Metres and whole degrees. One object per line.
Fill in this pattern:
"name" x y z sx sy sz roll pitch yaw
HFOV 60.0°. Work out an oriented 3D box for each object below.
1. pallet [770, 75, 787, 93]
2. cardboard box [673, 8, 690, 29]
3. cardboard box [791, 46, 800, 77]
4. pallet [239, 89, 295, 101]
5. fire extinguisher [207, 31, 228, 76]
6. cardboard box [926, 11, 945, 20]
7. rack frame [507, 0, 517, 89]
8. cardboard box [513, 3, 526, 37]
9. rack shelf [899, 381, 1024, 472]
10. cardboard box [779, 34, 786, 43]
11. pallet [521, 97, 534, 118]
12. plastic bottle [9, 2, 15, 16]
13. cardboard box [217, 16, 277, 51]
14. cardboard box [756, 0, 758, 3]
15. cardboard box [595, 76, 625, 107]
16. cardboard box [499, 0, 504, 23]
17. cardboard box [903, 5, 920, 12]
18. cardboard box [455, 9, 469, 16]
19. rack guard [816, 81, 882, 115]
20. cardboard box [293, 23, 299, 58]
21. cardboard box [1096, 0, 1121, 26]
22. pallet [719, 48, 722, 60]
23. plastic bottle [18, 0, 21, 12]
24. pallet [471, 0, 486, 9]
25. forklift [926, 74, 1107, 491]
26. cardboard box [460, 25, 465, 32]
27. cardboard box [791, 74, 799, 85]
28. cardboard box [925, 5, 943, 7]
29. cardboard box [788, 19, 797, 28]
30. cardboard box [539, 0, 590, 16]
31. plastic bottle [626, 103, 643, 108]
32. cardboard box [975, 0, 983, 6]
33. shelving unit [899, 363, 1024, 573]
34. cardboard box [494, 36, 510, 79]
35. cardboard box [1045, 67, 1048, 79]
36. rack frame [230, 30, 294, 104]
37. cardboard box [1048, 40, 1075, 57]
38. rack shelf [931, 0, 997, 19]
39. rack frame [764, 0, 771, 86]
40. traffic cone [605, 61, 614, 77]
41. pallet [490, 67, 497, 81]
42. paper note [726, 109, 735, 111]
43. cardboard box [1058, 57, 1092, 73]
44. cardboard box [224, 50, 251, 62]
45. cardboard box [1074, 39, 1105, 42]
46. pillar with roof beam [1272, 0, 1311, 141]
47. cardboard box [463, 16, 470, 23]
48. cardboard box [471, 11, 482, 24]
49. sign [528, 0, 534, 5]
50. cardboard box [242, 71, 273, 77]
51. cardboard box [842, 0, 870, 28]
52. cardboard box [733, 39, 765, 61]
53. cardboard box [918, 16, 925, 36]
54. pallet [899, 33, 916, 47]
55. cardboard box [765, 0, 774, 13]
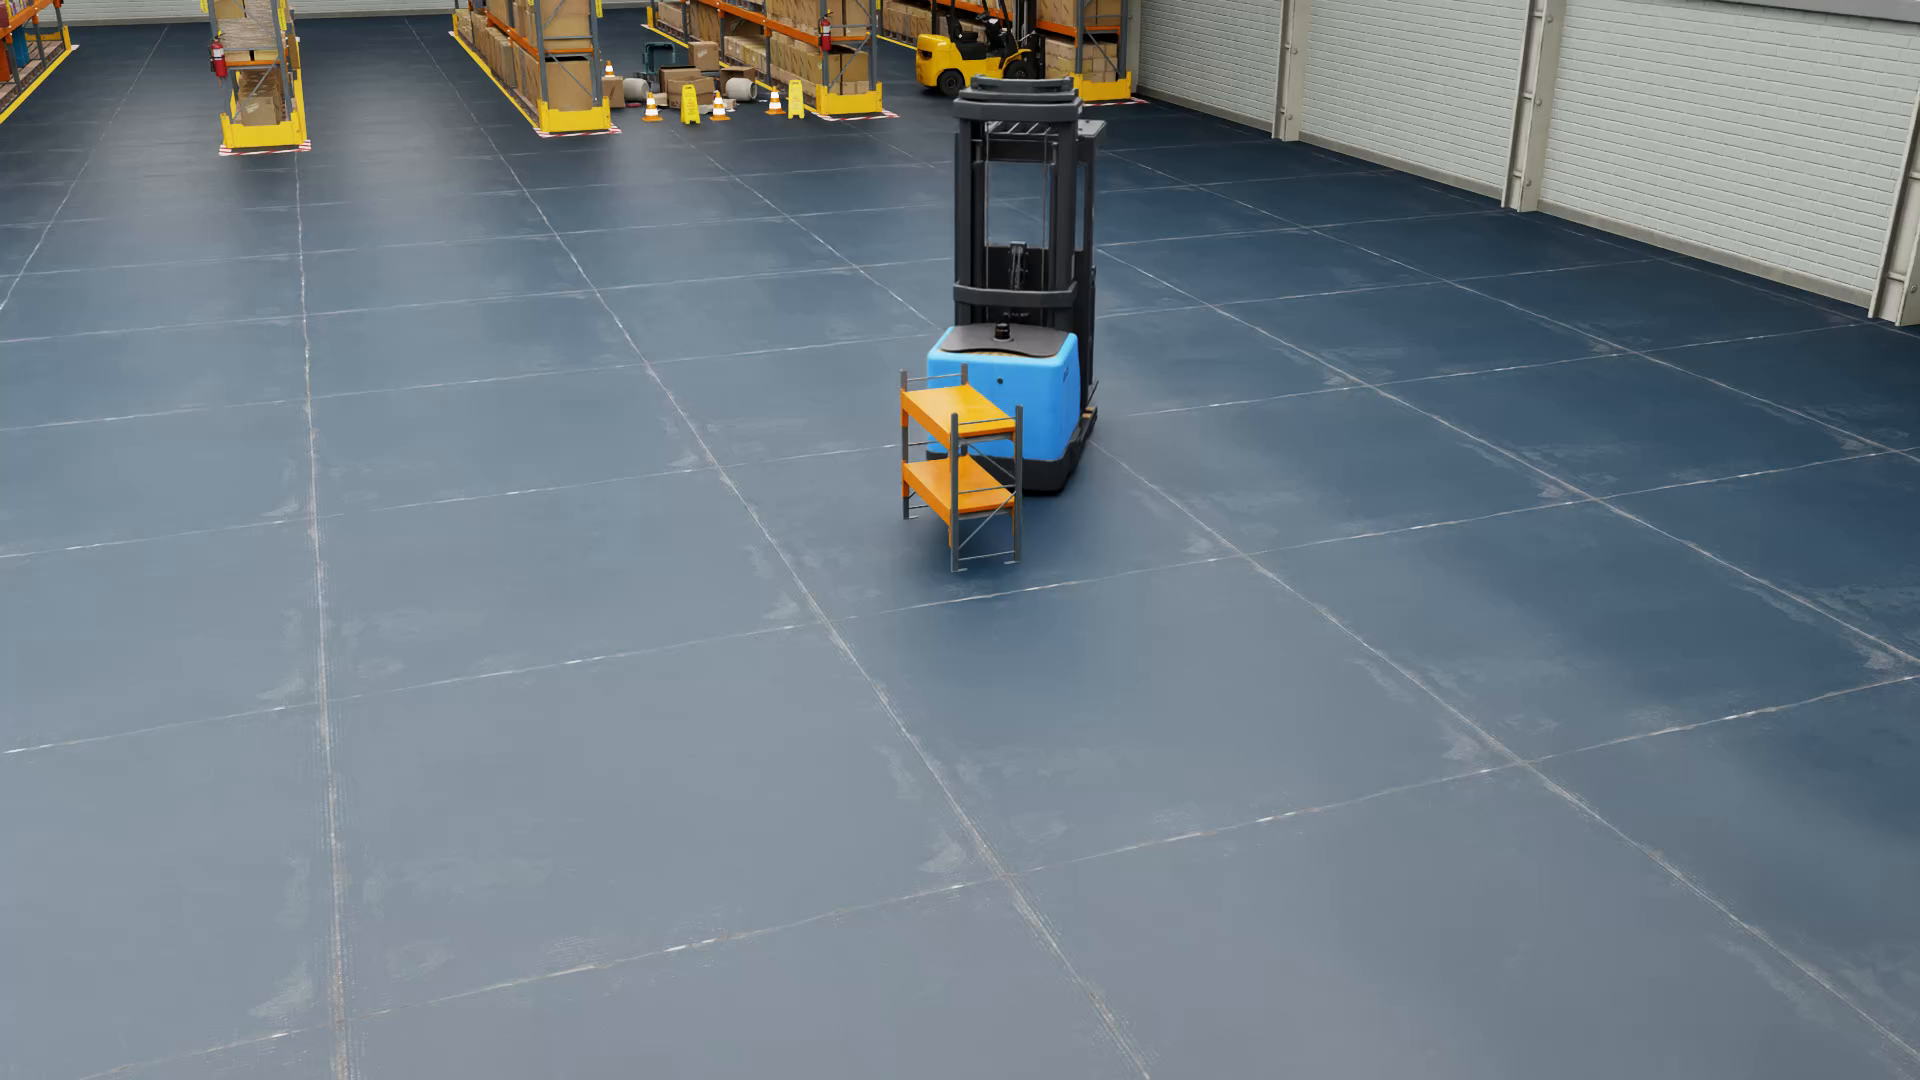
"pallet" -3.119 -9.058 32.970 1.003 0.211 1.213 -8 24 -19
"cardboard box" -6.654 -13.070 41.656 0.875 0.438 0.875 -9 25 -21
"cardboard box" -2.862 -9.030 31.346 0.500 0.500 0.500 -9 24 -20
"pallet" -12.937 -8.220 30.982 1.003 0.211 1.213 -8 24 -19
"fire extinguisher" -11.638 -7.629 26.088 0.296 0.674 0.183 -8 24 -19
"cardboard box" -0.571 -12.203 38.684 0.380 0.149 0.250 -10 25 -22
"rack frame" -7.984 -9.867 31.297 1.000 3.000 0.127 -8 24 -19
"cardboard box" -7.547 -9.394 29.983 0.875 0.550 0.550 -8 24 -19
"rack shelf" -0.002 -0.791 11.424 0.538 0.278 1.000 -8 24 -19
"cardboard box" -3.262 -9.662 32.010 0.380 0.149 0.250 -7 24 -17
"pallet" -7.354 -7.851 30.104 1.003 0.211 1.213 -8 24 -19
"plastic bottle" -19.047 -10.645 33.304 0.152 0.276 0.135 -8 24 -19
"cardboard box" -11.416 -8.156 26.727 0.875 0.500 0.500 -8 24 -19
"cardboard box" -3.906 -10.908 33.550 0.380 0.149 0.250 -9 25 -21
"cardboard box" -6.476 -8.293 30.778 0.500 0.500 0.500 -4 23 -10
"cardboard box" -8.597 -10.249 32.076 0.500 0.500 0.500 -9 24 -20
"cardboard box" -1.175 -12.880 40.288 0.380 0.149 0.250 -7 24 -17
"cardboard box" -12.356 -13.144 41.436 0.380 0.149 0.250 -10 25 -21
"rack guard" -2.003 -8.005 30.098 1.175 0.500 0.348 -8 24 -19
"cardboard box" -14.925 -10.790 35.682 1.225 0.875 0.875 -9 25 -21
"cardboard box" 2.751 -10.076 31.665 0.500 0.500 0.500 -8 24 -17
"pallet" -5.010 -11.048 37.690 1.003 0.211 1.213 -8 24 -19
"plastic bottle" -19.371 -10.978 34.094 0.152 0.276 0.135 -8 24 -19
"pallet" -9.749 -11.476 35.362 1.213 0.211 1.003 -8 24 -19
"forklift" 0.549 -2.260 13.339 1.130 2.935 3.031 5 23 11
"cardboard box" -12.087 -12.591 40.891 0.380 0.149 0.250 -8 24 -18
"cardboard box" -2.879 -8.691 31.508 0.500 0.250 0.500 -9 25 -21
"cardboard box" -0.615 -12.858 40.236 0.380 0.149 0.250 -9 25 -21
"cardboard box" -3.020 -9.754 31.355 0.380 0.149 0.250 -8 24 -19
"cardboard box" -6.666 -9.120 27.943 0.875 0.550 0.550 -8 24 -19
"plastic bottle" -6.017 -8.054 30.779 0.283 0.061 0.133 -18 29 -37
"cardboard box" 0.648 -11.525 35.425 0.500 0.250 0.500 -8 24 -19
"shelving unit" -0.002 -0.521 11.537 0.538 1.125 1.048 -8 24 -19
"cardboard box" -8.625 -9.588 32.991 1.050 0.750 0.750 -8 24 -19
"cardboard box" 1.870 -9.230 32.787 0.500 0.250 0.500 -8 24 -18
"rack frame" -12.660 -9.223 29.770 1.000 3.000 0.127 -8 24 -19
"cardboard box" 2.026 -9.508 32.158 0.500 0.250 0.500 -8 24 -18
"rack shelf" 0.547 -11.660 36.479 1.077 0.370 4.000 -8 24 -19
"rack frame" -3.389 -10.582 32.996 1.000 3.000 0.127 -8 24 -19
"traffic cone" -7.045 -9.392 33.438 0.336 0.463 0.334 -8 24 -19
"pallet" -9.189 -9.738 34.583 1.003 0.211 1.213 -8 24 -19
"paper note" -4.172 -7.831 30.291 0.148 0.019 0.142 -18 29 -37
"cardboard box" 2.202 -9.102 31.840 0.500 0.250 0.500 -9 24 -20
"cardboard box" -11.541 -7.729 26.549 0.380 0.149 0.250 -8 24 -19
"cardboard box" 2.494 -9.580 32.330 0.500 0.250 0.500 -8 24 -19
"pillar with roof beam" 1.356 -10.182 24.321 9.100 9.000 0.400 -8 24 -19
"cardboard box" -11.709 -12.485 39.873 0.380 0.149 0.250 -9 25 -21
"cardboard box" -10.797 -11.856 37.729 0.500 0.250 0.500 -9 25 -21
"sign" -7.084 -8.986 27.413 0.100 0.325 0.005 -8 24 -19
"cardboard box" -12.556 -8.114 29.816 0.500 0.500 0.500 -9 25 -21
"cardboard box" -1.884 -9.522 29.969 0.500 0.500 0.500 -9 24 -20
"cardboard box" -4.344 -10.545 35.749 0.950 0.372 0.625 -9 24 -20
"cardboard box" -0.677 -12.067 39.196 0.500 0.500 0.500 -9 24 -20
"pallet" -0.816 -12.152 40.311 1.003 0.211 1.213 -8 24 -19
"cardboard box" -3.495 -10.567 32.448 0.500 0.500 0.500 -8 24 -19
